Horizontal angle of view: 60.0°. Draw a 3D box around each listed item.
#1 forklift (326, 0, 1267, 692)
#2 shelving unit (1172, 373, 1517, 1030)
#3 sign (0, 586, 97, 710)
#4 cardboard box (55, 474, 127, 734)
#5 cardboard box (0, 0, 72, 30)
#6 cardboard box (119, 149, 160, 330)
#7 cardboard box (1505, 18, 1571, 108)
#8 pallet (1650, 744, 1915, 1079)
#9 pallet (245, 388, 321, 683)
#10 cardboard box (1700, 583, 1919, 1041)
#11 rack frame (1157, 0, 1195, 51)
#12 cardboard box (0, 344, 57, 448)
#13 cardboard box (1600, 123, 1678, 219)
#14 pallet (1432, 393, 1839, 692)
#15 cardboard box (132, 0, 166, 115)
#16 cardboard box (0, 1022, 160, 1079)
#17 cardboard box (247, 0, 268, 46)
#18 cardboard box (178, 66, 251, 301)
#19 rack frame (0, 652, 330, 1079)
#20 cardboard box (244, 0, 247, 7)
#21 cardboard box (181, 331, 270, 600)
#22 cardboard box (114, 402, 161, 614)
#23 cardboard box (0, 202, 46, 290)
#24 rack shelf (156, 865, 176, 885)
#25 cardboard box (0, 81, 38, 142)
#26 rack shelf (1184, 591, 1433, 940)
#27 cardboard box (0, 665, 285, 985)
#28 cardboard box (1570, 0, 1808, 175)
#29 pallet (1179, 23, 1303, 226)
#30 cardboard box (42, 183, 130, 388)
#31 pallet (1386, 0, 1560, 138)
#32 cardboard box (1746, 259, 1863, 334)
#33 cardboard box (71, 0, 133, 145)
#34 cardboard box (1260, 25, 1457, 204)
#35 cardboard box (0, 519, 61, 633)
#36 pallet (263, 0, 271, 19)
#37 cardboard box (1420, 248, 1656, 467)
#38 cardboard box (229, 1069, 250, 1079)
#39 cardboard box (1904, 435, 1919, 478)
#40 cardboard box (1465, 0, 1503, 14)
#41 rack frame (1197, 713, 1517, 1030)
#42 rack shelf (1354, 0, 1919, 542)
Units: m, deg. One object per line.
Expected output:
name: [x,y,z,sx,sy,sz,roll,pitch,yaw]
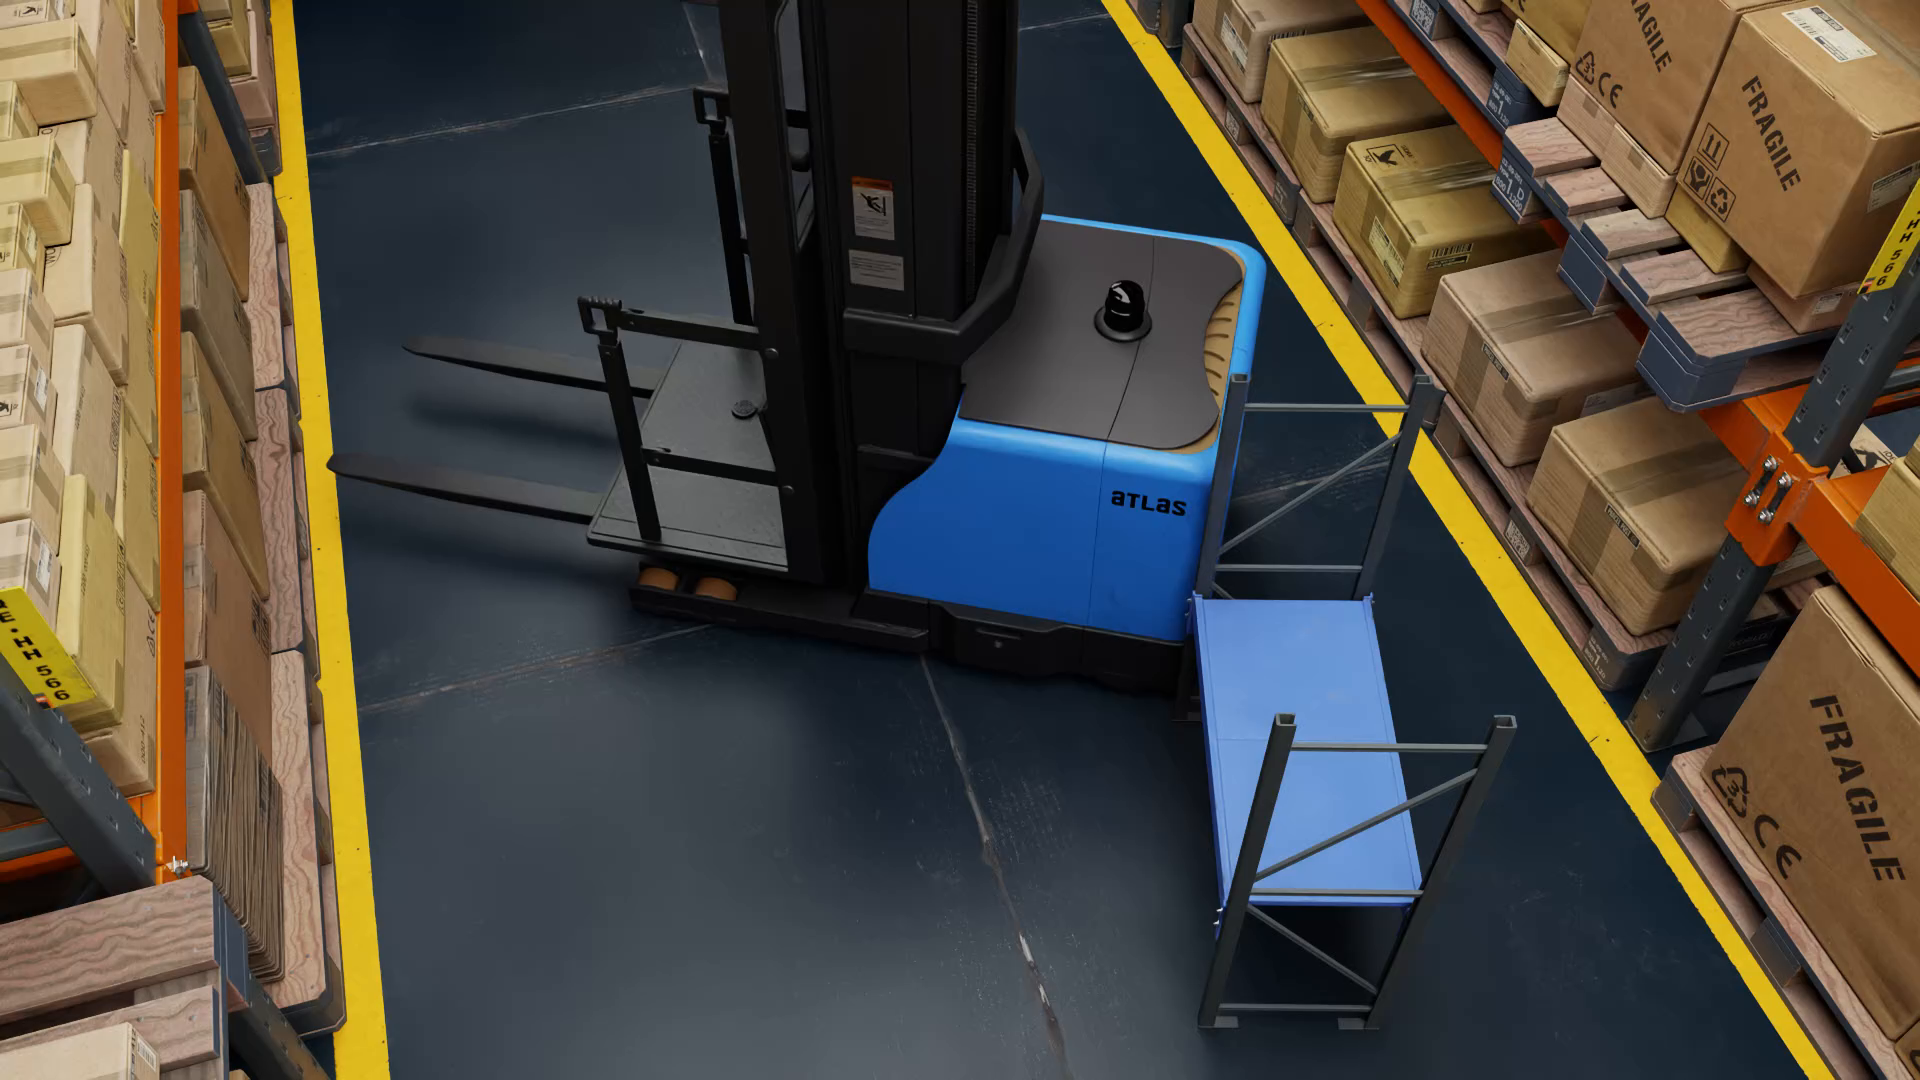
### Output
forklift: [-0.615,-1.049,4.718,3.031,2.935,1.130,10,51,8]
shelving unit: [0.917,0.471,4.372,0.538,1.500,1.048,1,50,0]
sign: [-1.631,0.194,2.919,0.100,0.325,0.005,-13,51,-11]
cardboard box: [-2.021,0.174,3.413,0.500,0.250,0.500,-13,51,-11]
cardboard box: [-2.610,-1.365,4.450,0.380,0.149,0.250,-13,51,-11]
cardboard box: [-2.499,-0.782,4.545,0.500,0.250,0.500,-12,51,-10]
cardboard box: [1.845,-1.431,4.884,0.380,0.149,0.250,-13,51,-10]
pallet: [2.755,1.038,4.737,1.003,0.211,1.213,-13,51,-11]
pallet: [-2.710,0.071,5.552,1.003,0.211,1.213,-13,51,-11]
cardboard box: [2.719,0.619,4.381,0.875,0.875,0.875,-14,51,-11]
rack frame: [1.411,-3.375,6.633,1.000,3.000,0.127,-13,51,-11]
cardboard box: [-2.140,-0.246,3.506,0.380,0.149,0.250,-12,51,-10]
cardboard box: [2.006,-1.047,4.561,0.380,0.149,0.250,-14,51,-11]
pallet: [2.364,-0.126,5.718,1.003,0.211,1.213,-13,51,-11]
cardboard box: [-2.777,-1.527,5.173,0.500,0.250,0.500,-14,51,-11]
cardboard box: [-1.586,1.010,2.826,0.380,0.149,0.250,-12,51,-10]
cardboard box: [-3.321,-2.295,7.246,0.500,0.250,0.500,-14,51,-12]
cardboard box: [-3.165,-1.241,6.113,0.875,0.625,0.625,-11,51,-9]
rack frame: [-2.144,0.671,3.223,0.949,2.616,0.053,-13,51,-11]
cardboard box: [-3.329,-2.451,7.051,0.500,0.250,0.500,-14,51,-11]
cardboard box: [-2.718,-0.124,5.171,0.875,0.625,0.625,-15,52,-12]
cardboard box: [-2.188,-0.028,3.910,0.500,0.250,0.500,-14,51,-12]
cardboard box: [-2.333,-0.611,3.813,0.380,0.149,0.250,-13,51,-11]
rack shelf: [-1.555,2.364,2.266,1.077,0.370,4.000,-13,51,-11]
cardboard box: [-2.521,-0.978,4.123,0.380,0.149,0.250,-13,51,-11]
rack shelf: [0.917,0.587,4.509,0.538,0.185,1.000,1,50,0]
cardboard box: [-2.318,0.843,4.356,0.875,0.625,0.625,-12,51,-10]
cardboard box: [2.030,-1.361,4.401,0.500,0.500,0.500,-14,51,-12]
pallet: [1.643,-1.908,7.220,1.003,0.211,1.213,-13,51,-11]
cardboard box: [-2.329,-0.573,4.042,0.500,0.250,0.500,-14,51,-12]
pallet: [1.969,-1.828,5.455,1.003,0.211,1.213,-13,51,-11]
cardboard box: [2.272,-0.694,4.263,0.380,0.149,0.250,-12,51,-10]
cardboard box: [-2.636,-1.313,4.666,0.500,0.250,0.500,-12,51,-10]
cardboard box: [1.784,-1.757,6.713,0.950,0.372,0.625,-10,51,-9]
cardboard box: [-1.960,0.131,3.188,0.380,0.149,0.250,-12,51,-10]
pallet: [-3.889,-2.834,8.001,1.003,0.211,1.213,-13,51,-11]
cardboard box: [2.210,-0.694,5.817,0.950,0.372,0.625,-14,51,-12]
cardboard box: [-1.816,1.602,3.798,0.500,0.500,0.500,-12,51,-10]
cardboard box: [2.508,-0.140,3.678,0.500,0.250,0.500,-14,51,-11]
cardboard box: [1.738,-1.808,5.202,0.380,0.149,0.250,-15,51,-12]
rack frame: [0.910,0.860,4.044,0.500,1.500,0.032,1,50,0]
rack shelf: [2.002,-1.682,5.677,1.077,0.370,4.000,-13,51,-11]
